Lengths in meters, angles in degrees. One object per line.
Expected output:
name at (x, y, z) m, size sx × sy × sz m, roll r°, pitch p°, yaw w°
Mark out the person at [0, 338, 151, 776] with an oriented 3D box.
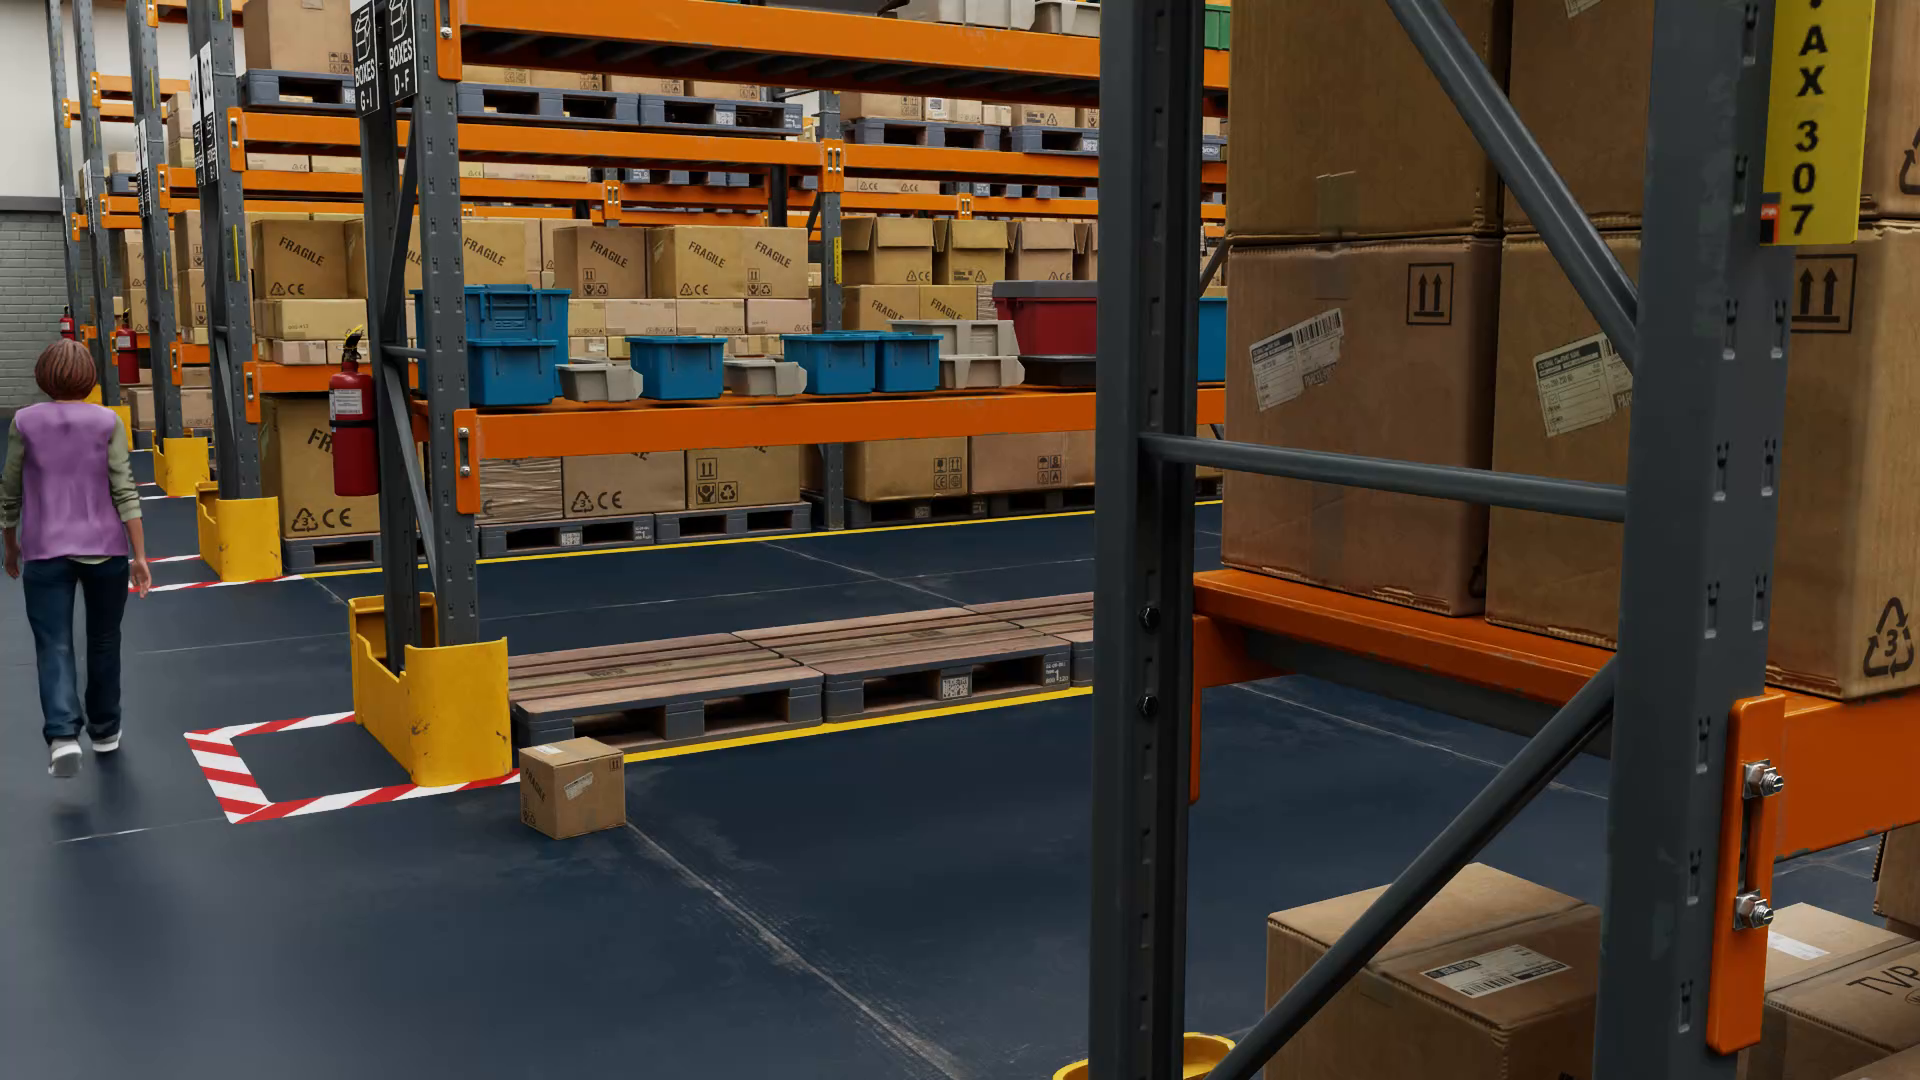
person at (-3.165, 0.059, 5.948) m, size 0.473 × 1.549 × 0.930 m, roll -4°, pitch 9°, yaw -28°
